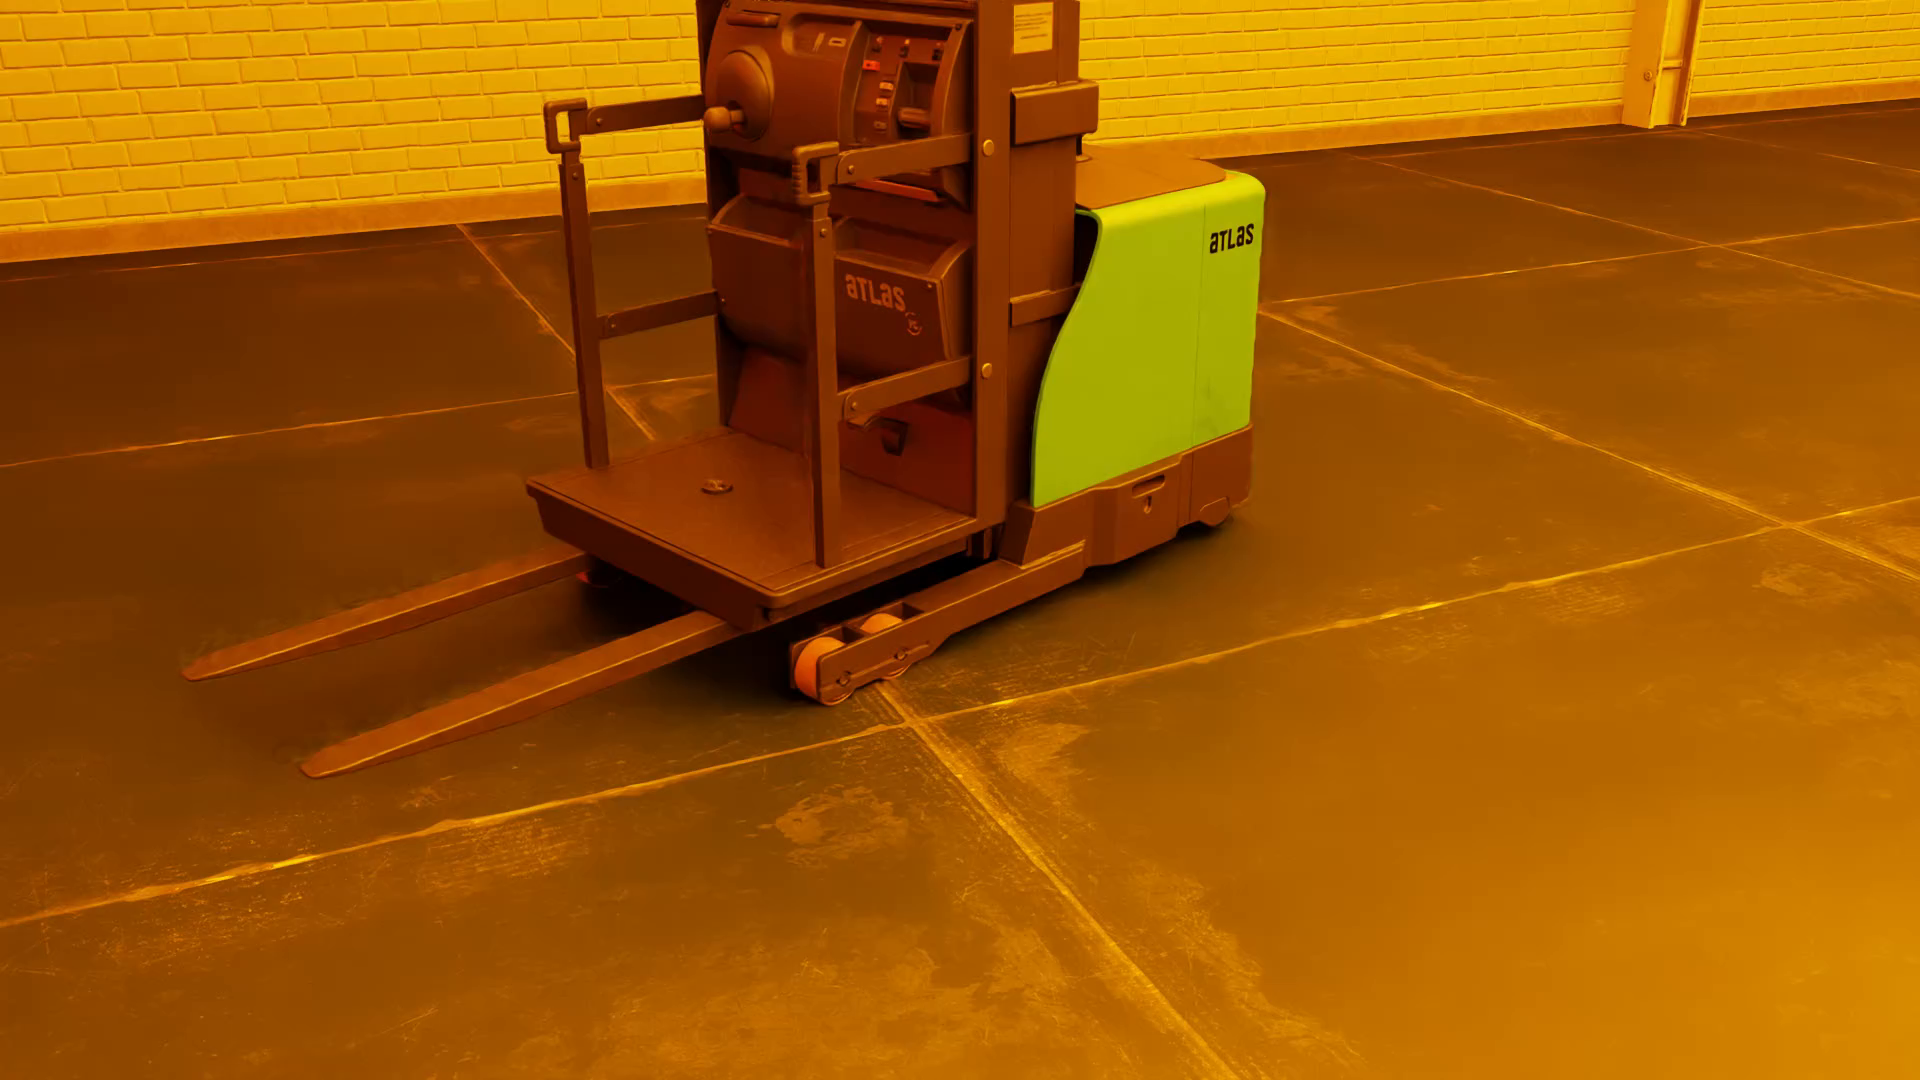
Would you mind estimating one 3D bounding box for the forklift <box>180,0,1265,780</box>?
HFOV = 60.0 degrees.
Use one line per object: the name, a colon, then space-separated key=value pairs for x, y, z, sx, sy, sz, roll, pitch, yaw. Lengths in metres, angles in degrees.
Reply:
forklift: x=-0.481 y=-1.167 z=4.096 sx=1.130 sy=2.935 sz=3.031 roll=21 pitch=30 yaw=41
